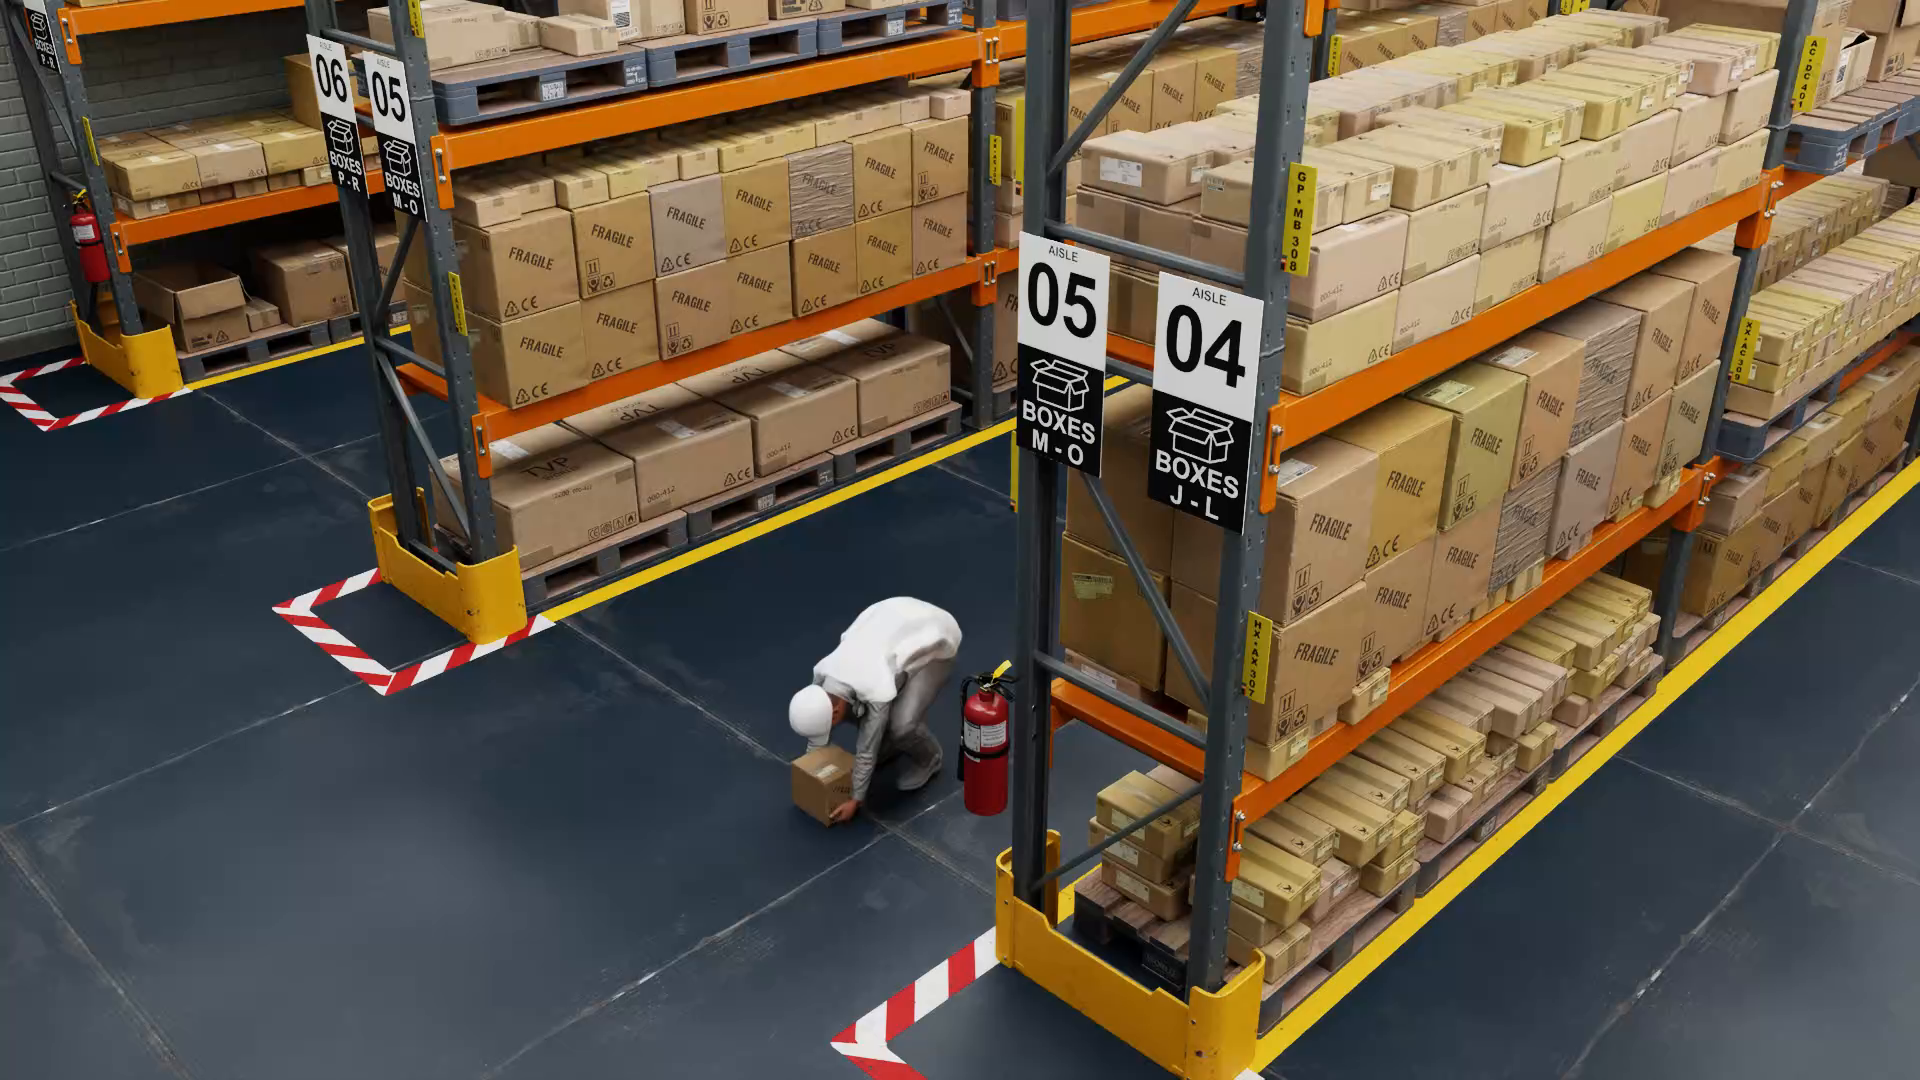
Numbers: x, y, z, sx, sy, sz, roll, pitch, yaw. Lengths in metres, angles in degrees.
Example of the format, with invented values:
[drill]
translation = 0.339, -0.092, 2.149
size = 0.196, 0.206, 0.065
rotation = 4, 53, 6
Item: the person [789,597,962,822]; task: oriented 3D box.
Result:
[person]
translation = -0.418, 0.801, 7.999
size = 0.520, 0.916, 1.001
rotation = 23, 35, 36
